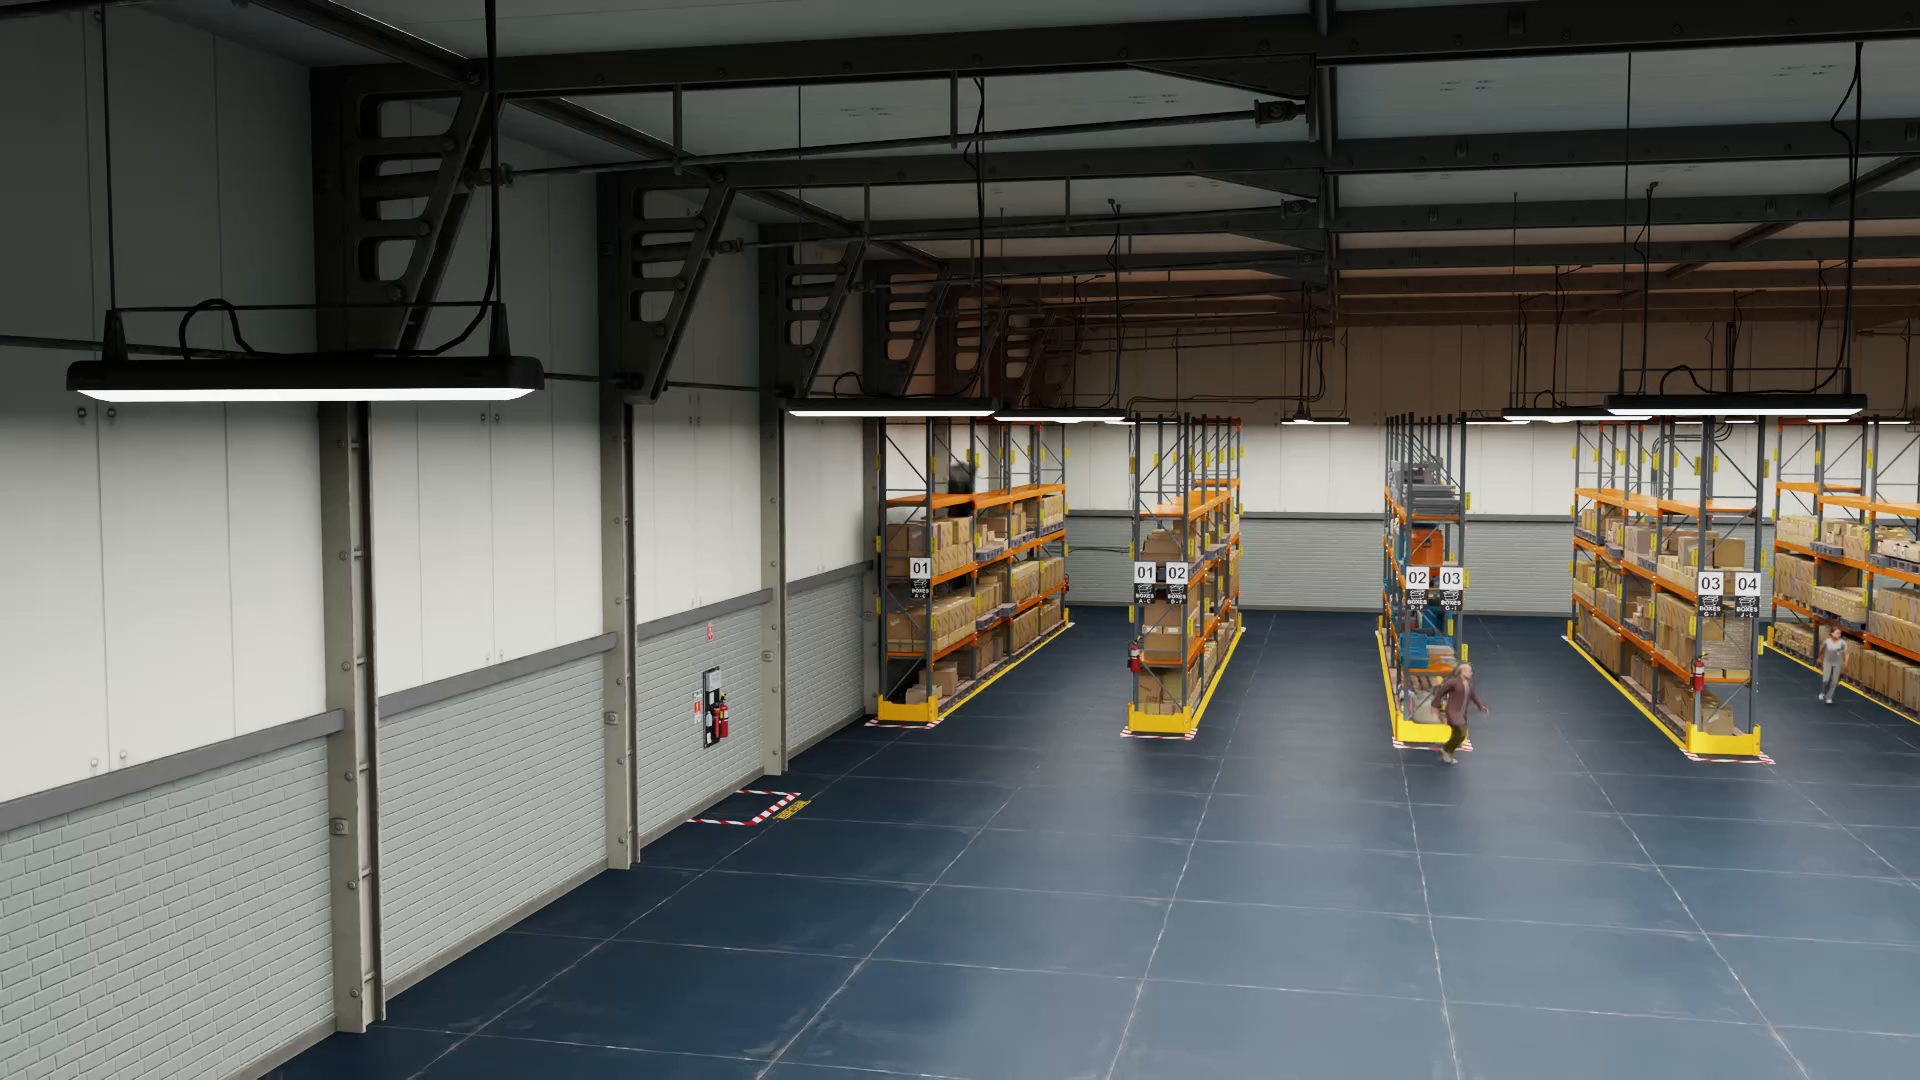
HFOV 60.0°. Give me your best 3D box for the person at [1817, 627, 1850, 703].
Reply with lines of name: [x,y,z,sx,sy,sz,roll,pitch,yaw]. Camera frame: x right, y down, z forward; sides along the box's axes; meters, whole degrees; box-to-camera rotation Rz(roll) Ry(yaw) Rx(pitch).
person: [18.005,2.587,34.282,0.575,1.619,0.716,2,4,24]

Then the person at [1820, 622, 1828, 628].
person: [23.308,1.880,44.397,0.818,1.742,0.585,0,4,4]

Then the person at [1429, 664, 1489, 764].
person: [8.465,2.944,28.093,0.696,1.726,0.839,-3,5,-37]
